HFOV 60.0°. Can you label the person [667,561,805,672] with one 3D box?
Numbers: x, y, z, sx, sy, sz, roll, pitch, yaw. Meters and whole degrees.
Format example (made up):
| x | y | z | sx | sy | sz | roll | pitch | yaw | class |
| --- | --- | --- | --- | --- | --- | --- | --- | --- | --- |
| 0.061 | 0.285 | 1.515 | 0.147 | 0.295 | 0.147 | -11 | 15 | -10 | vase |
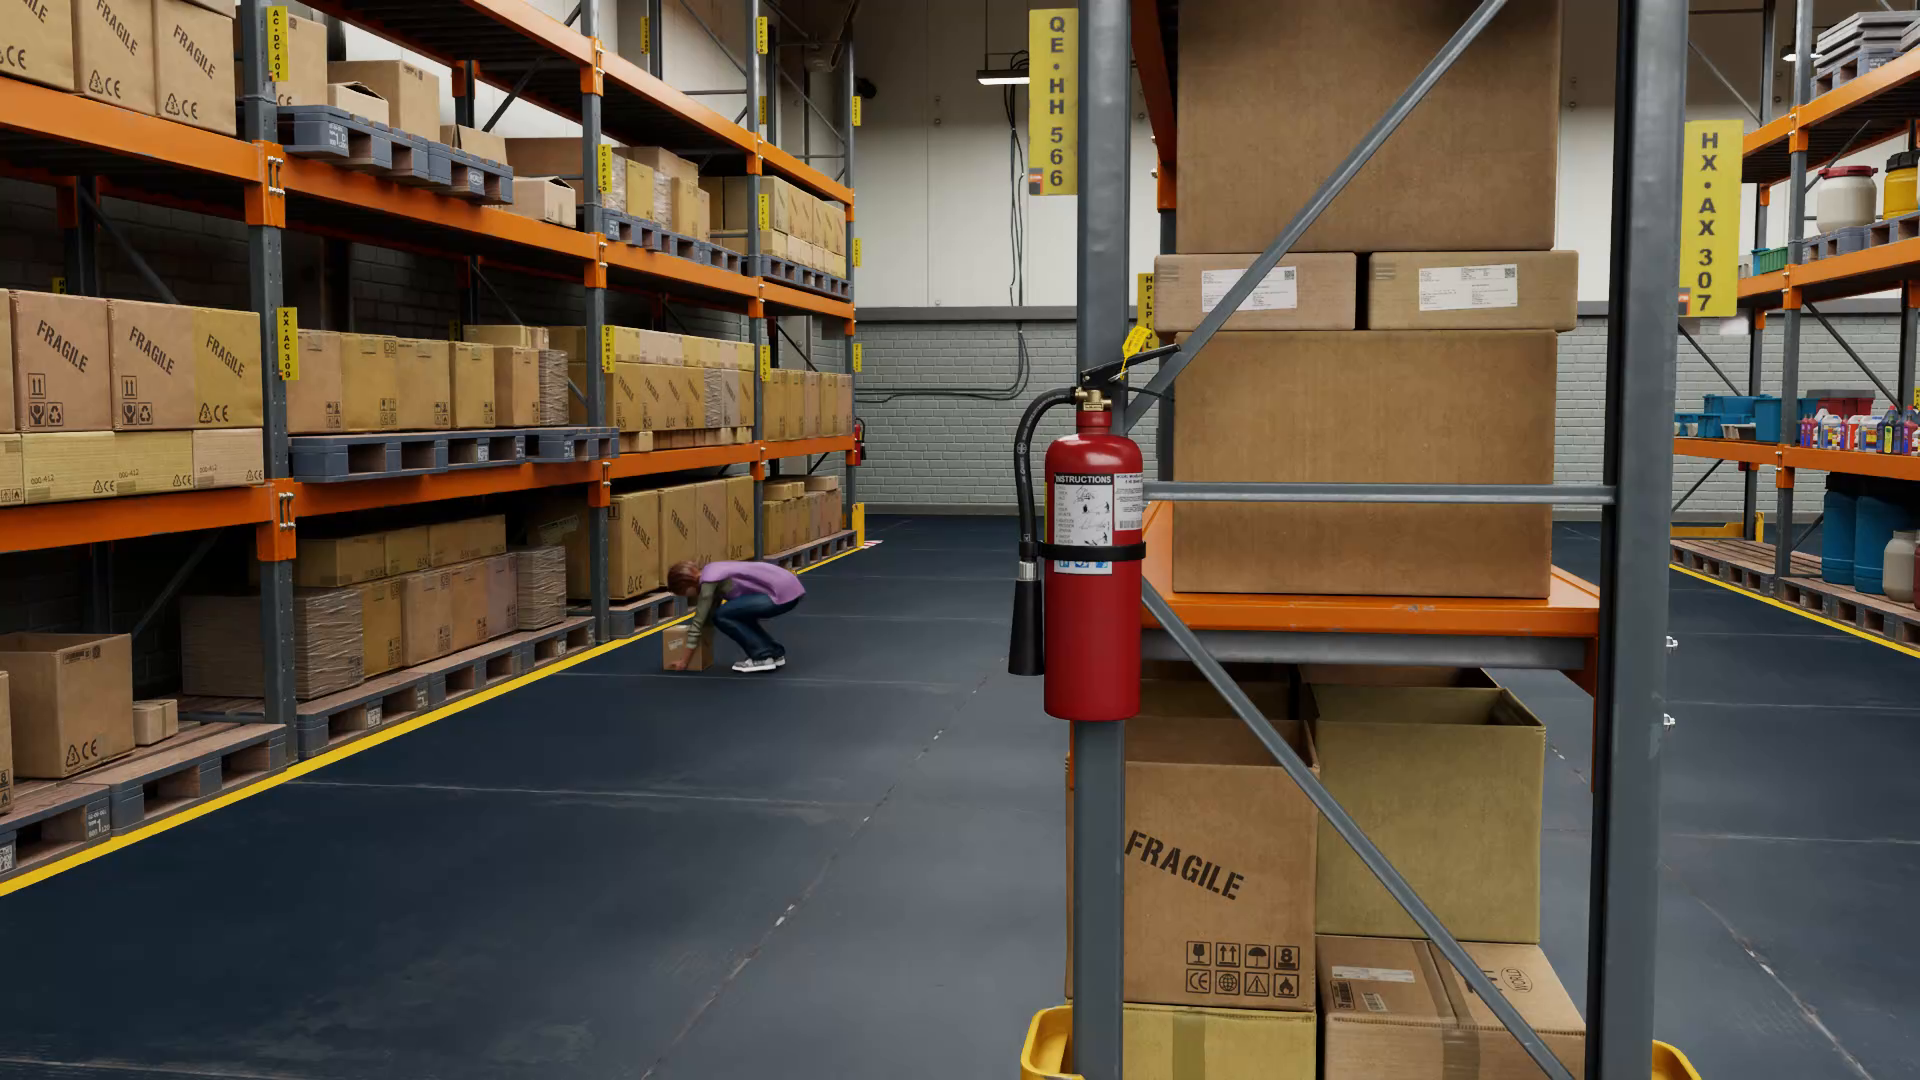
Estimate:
| x | y | z | sx | sy | sz | roll | pitch | yaw | class |
| --- | --- | --- | --- | --- | --- | --- | --- | --- | --- |
| -1.408 | 0.480 | 10.457 | 0.866 | 0.699 | 0.419 | 1 | 5 | 7 | person |
